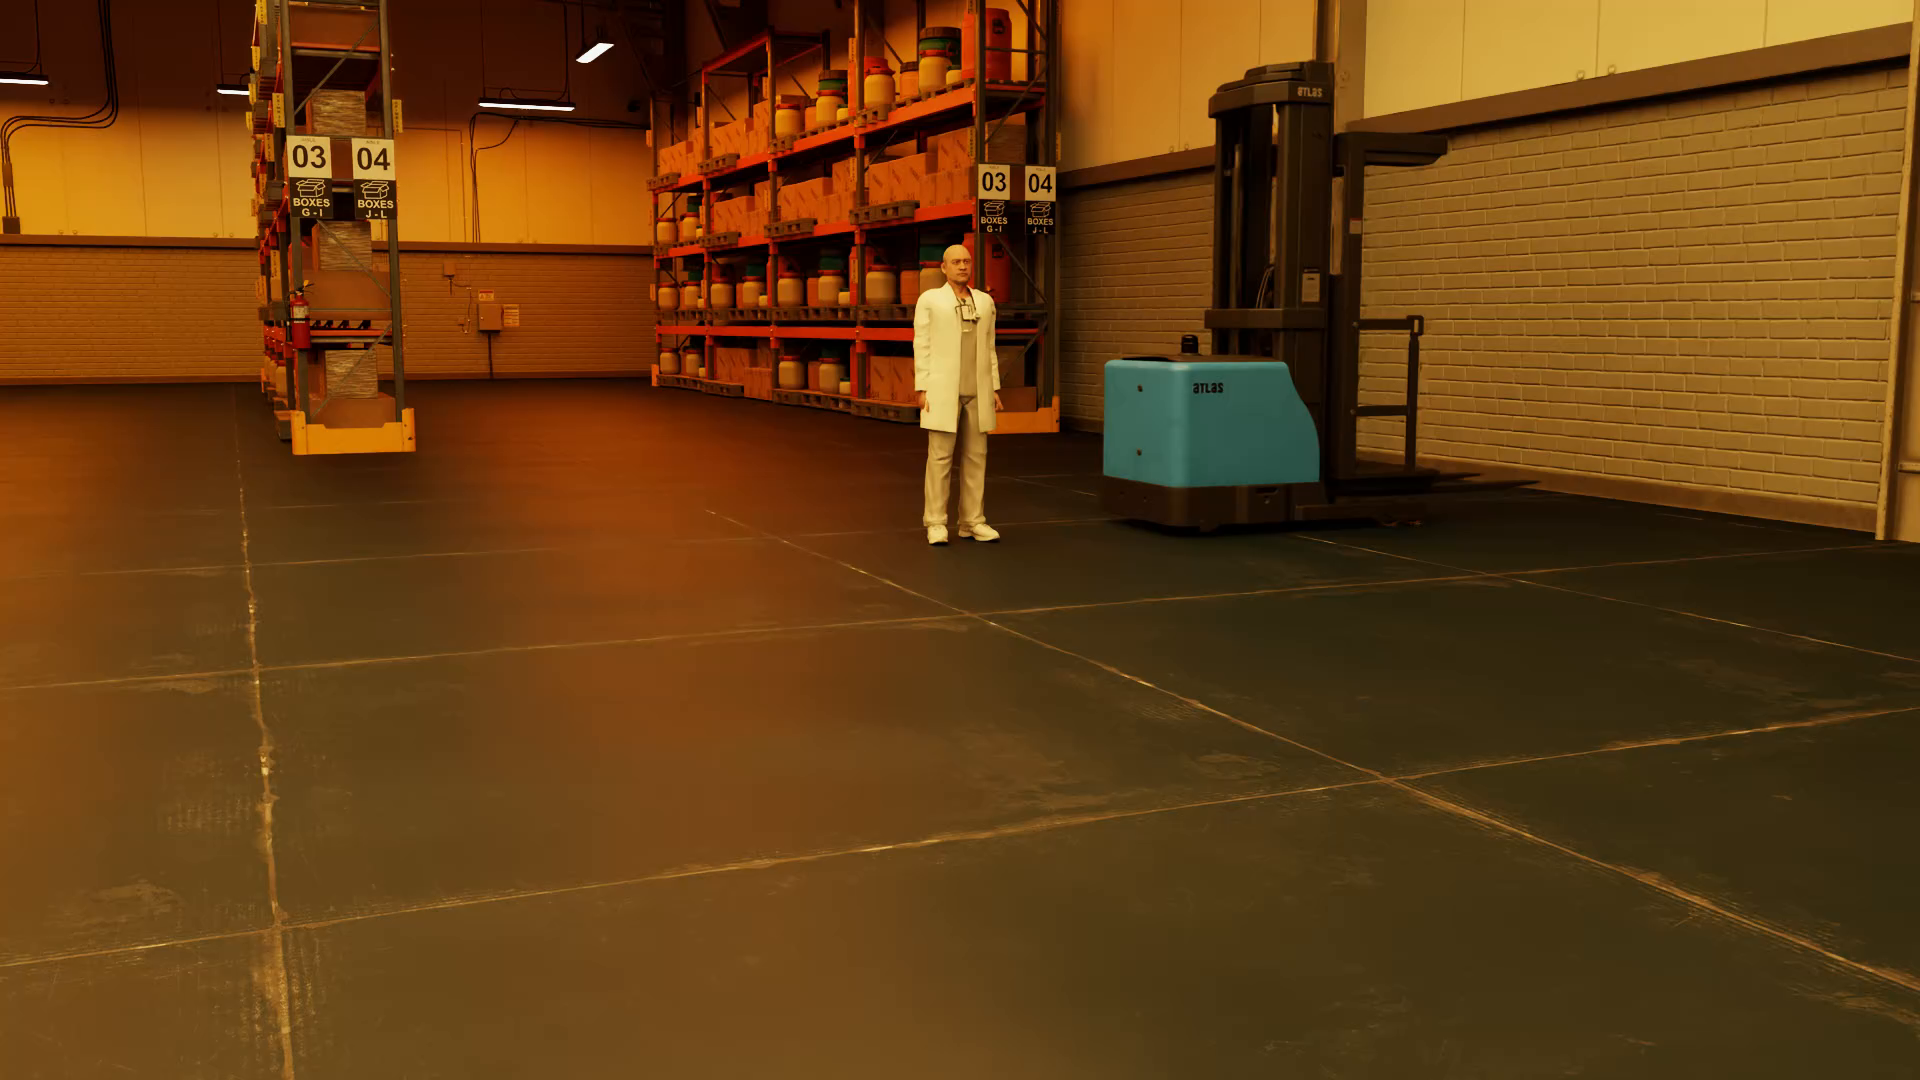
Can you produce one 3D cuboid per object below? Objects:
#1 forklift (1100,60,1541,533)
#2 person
[{"bbox_3d":[2.502,-1.599,11.072,3.031,2.935,1.130,-3,8,-23],"label":"forklift"},{"bbox_3d":[0.009,-0.880,10.021,0.553,1.782,0.391,-3,8,-23],"label":"person"}]
